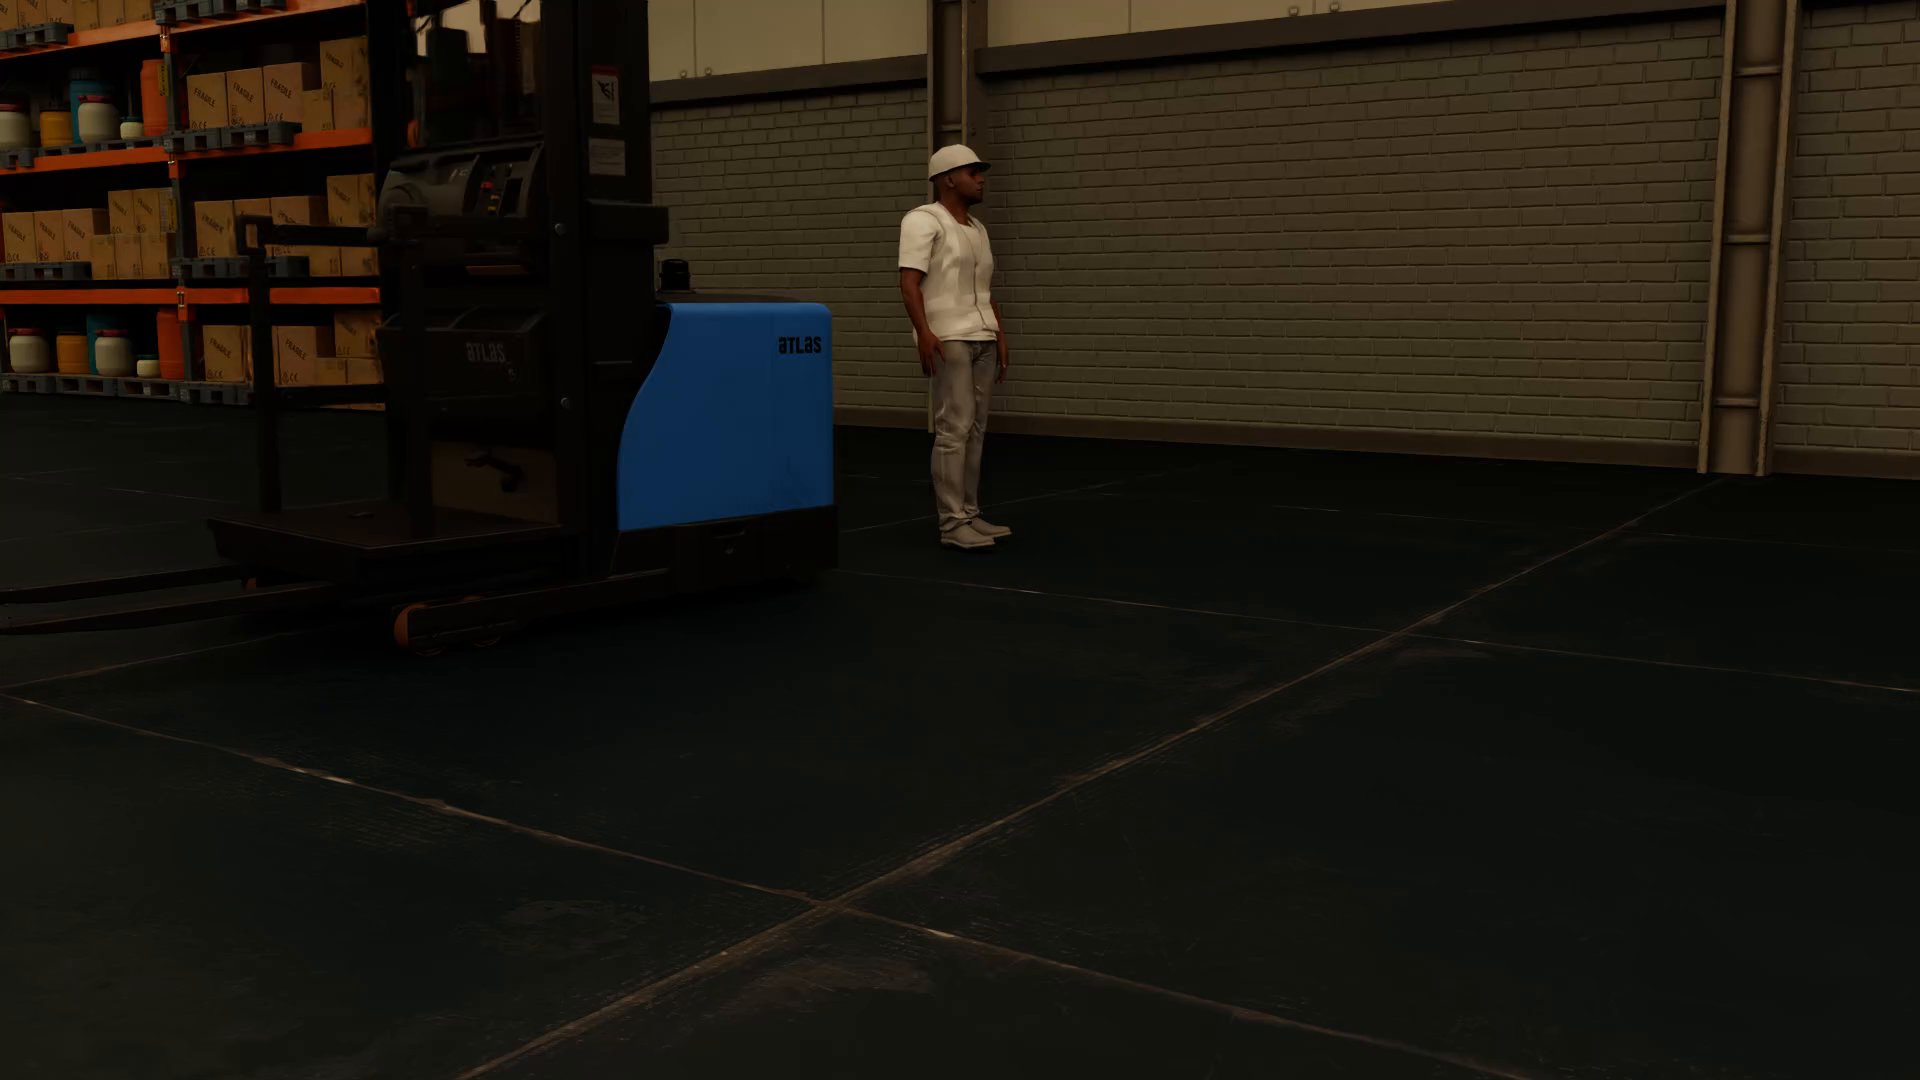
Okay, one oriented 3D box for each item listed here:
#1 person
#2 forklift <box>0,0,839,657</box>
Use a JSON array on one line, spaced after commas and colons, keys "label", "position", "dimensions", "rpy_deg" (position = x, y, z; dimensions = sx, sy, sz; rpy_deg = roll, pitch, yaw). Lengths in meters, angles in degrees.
[{"label": "person", "position": [0.055, -0.875, 7.435], "dimensions": [0.575, 1.768, 0.665], "rpy_deg": [5, 10, 34]}, {"label": "forklift", "position": [-1.828, -1.173, 5.441], "dimensions": [1.130, 2.935, 3.031], "rpy_deg": [7, 11, 42]}]
